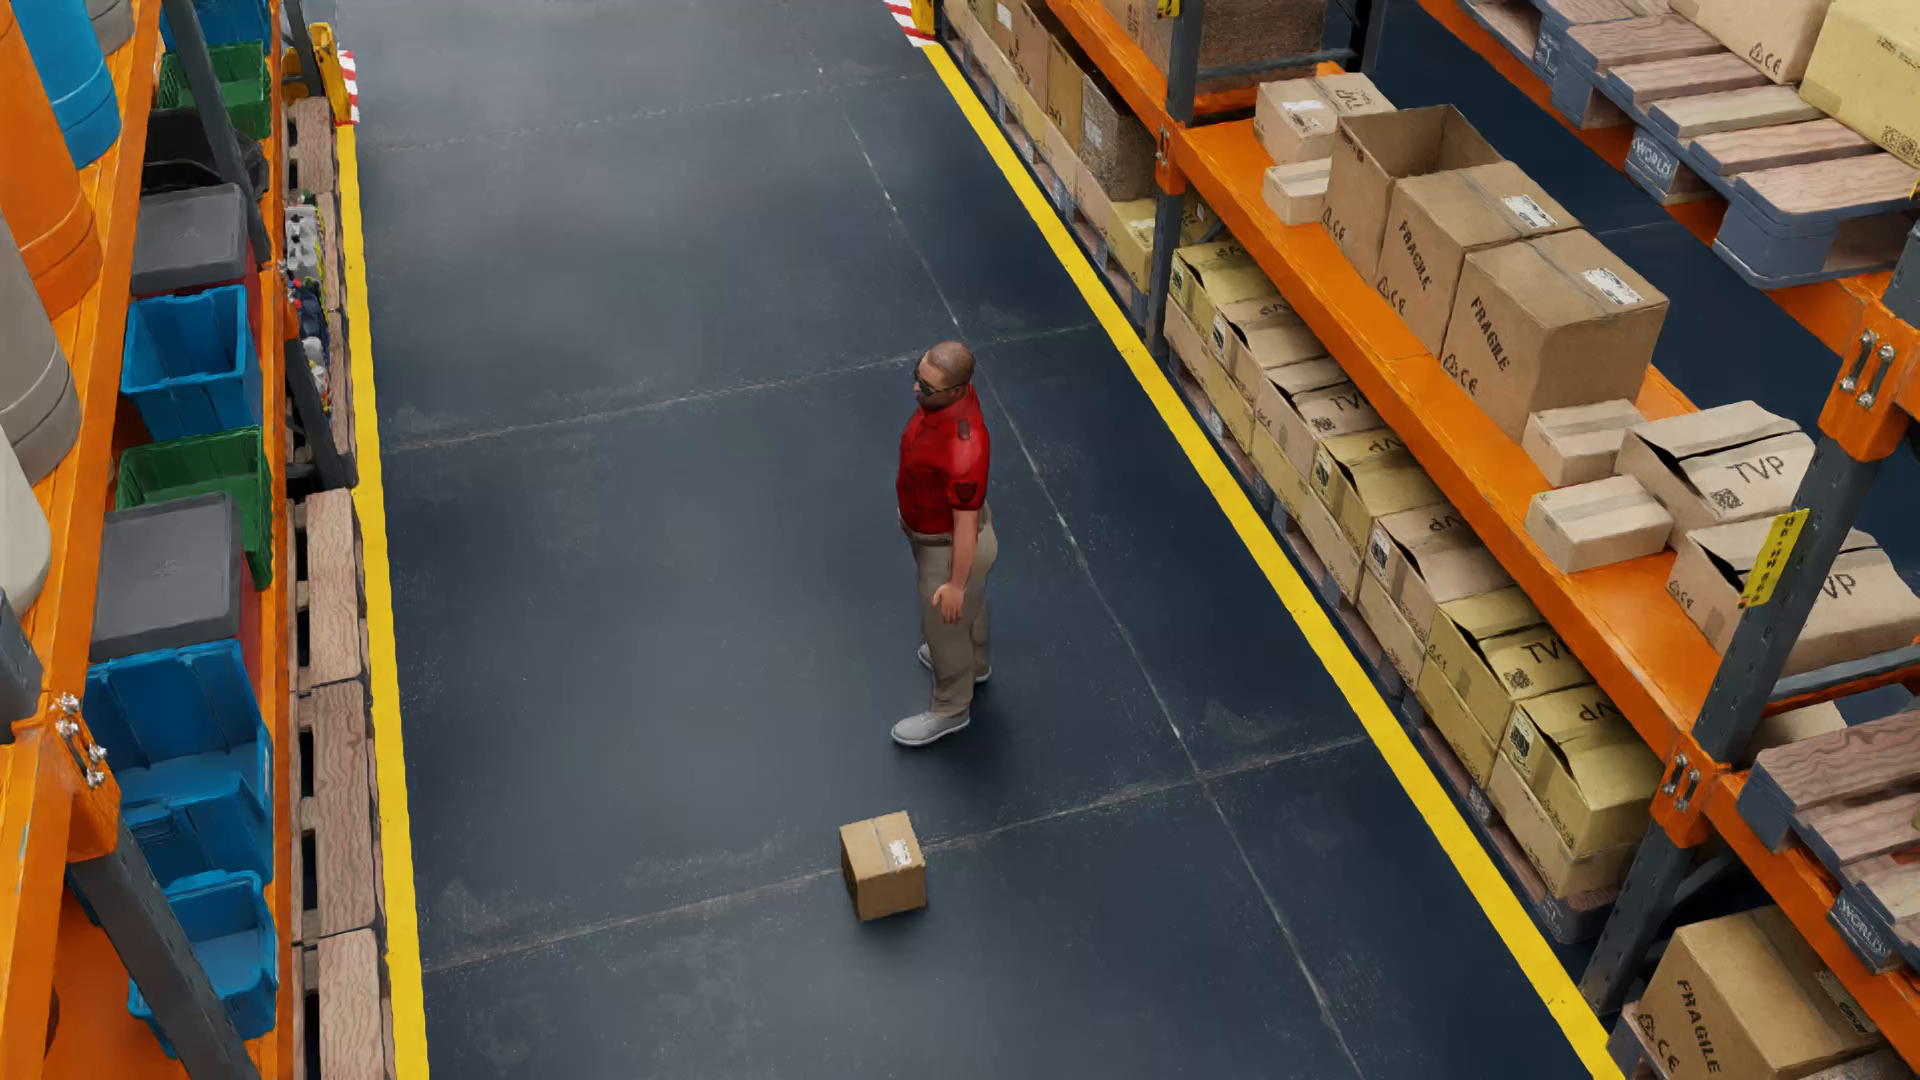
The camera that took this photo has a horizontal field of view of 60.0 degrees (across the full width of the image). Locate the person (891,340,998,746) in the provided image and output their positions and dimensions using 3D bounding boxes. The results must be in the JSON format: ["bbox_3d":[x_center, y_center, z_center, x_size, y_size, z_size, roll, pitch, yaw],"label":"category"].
[{"bbox_3d":[-0.076,0.004,6.137,0.439,1.733,0.651,-5,42,-5],"label":"person"}]
